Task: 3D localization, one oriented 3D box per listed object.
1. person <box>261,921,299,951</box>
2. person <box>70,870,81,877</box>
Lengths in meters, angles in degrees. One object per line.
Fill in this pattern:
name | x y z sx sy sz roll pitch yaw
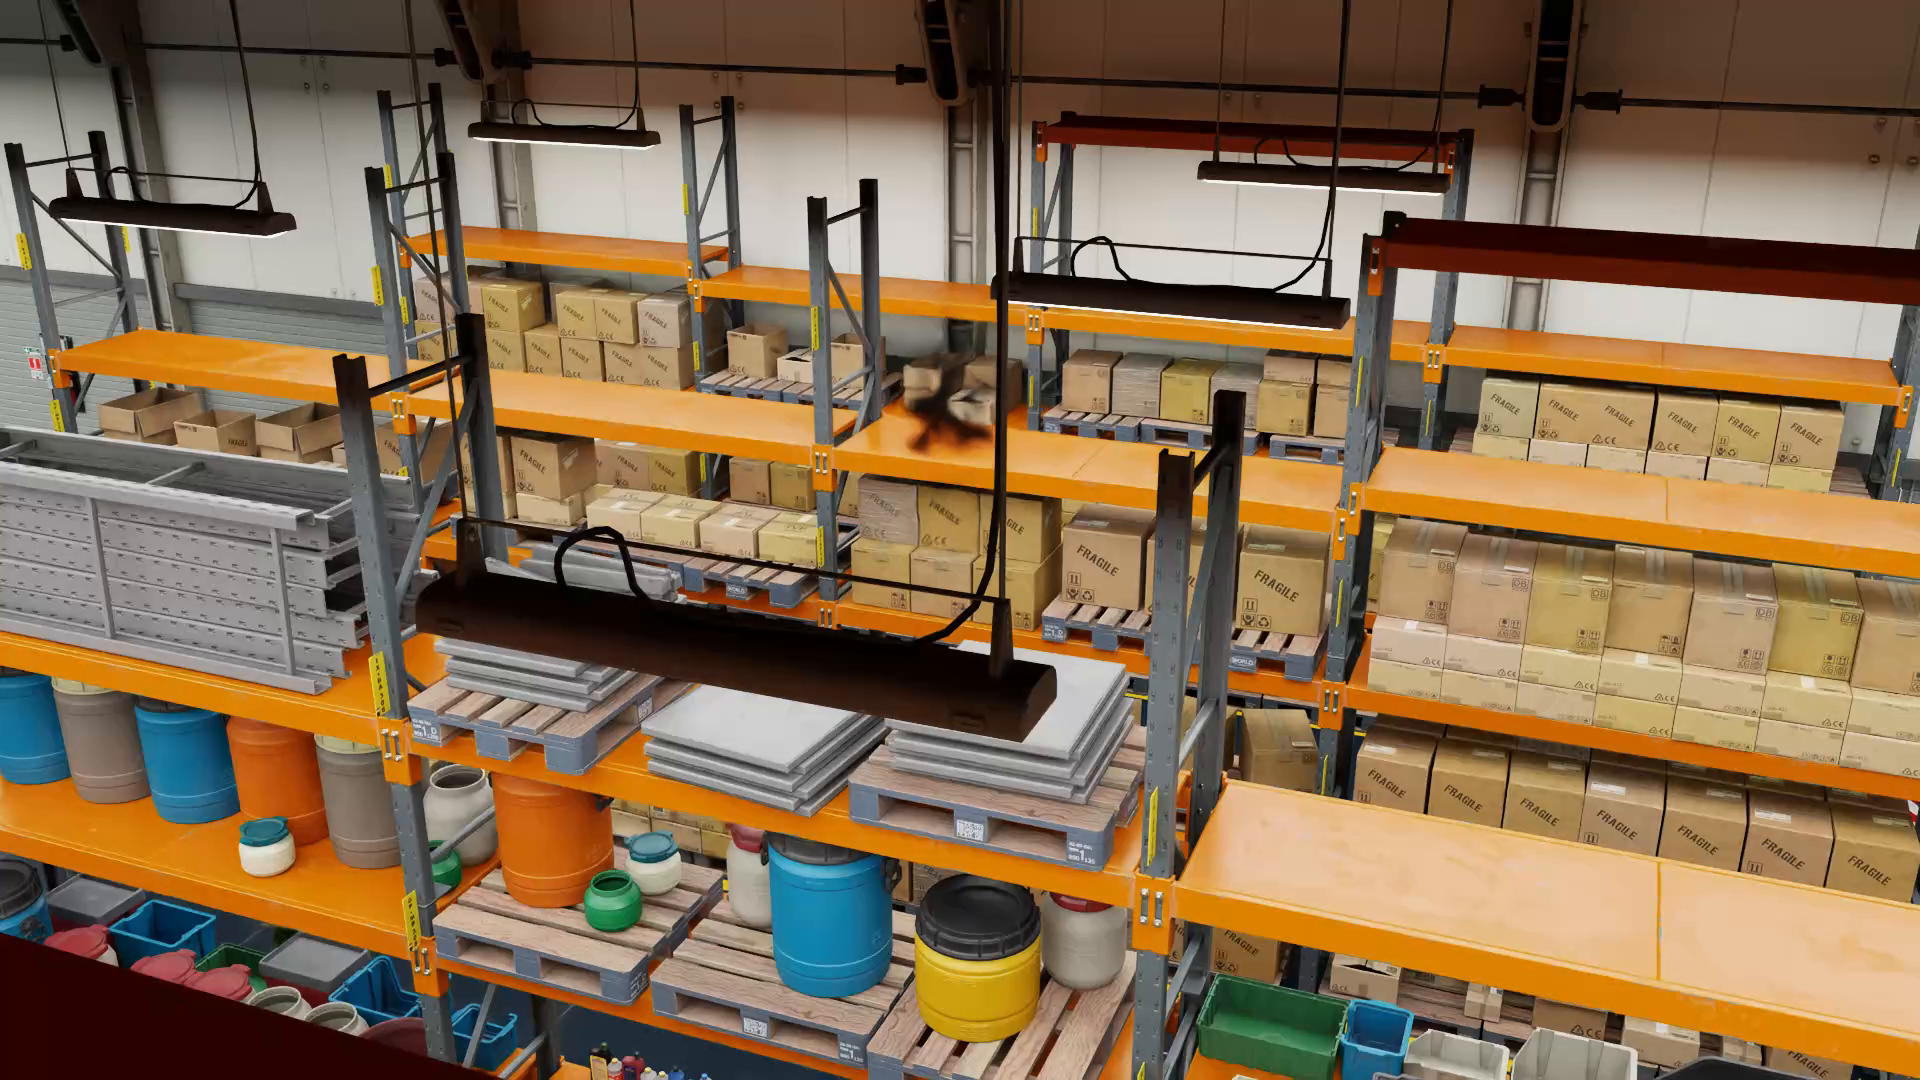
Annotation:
person | -4.881 2.831 12.435 0.991 1.794 0.669 8 22 21
person | -7.271 2.439 13.711 0.592 1.602 0.557 2 21 5
